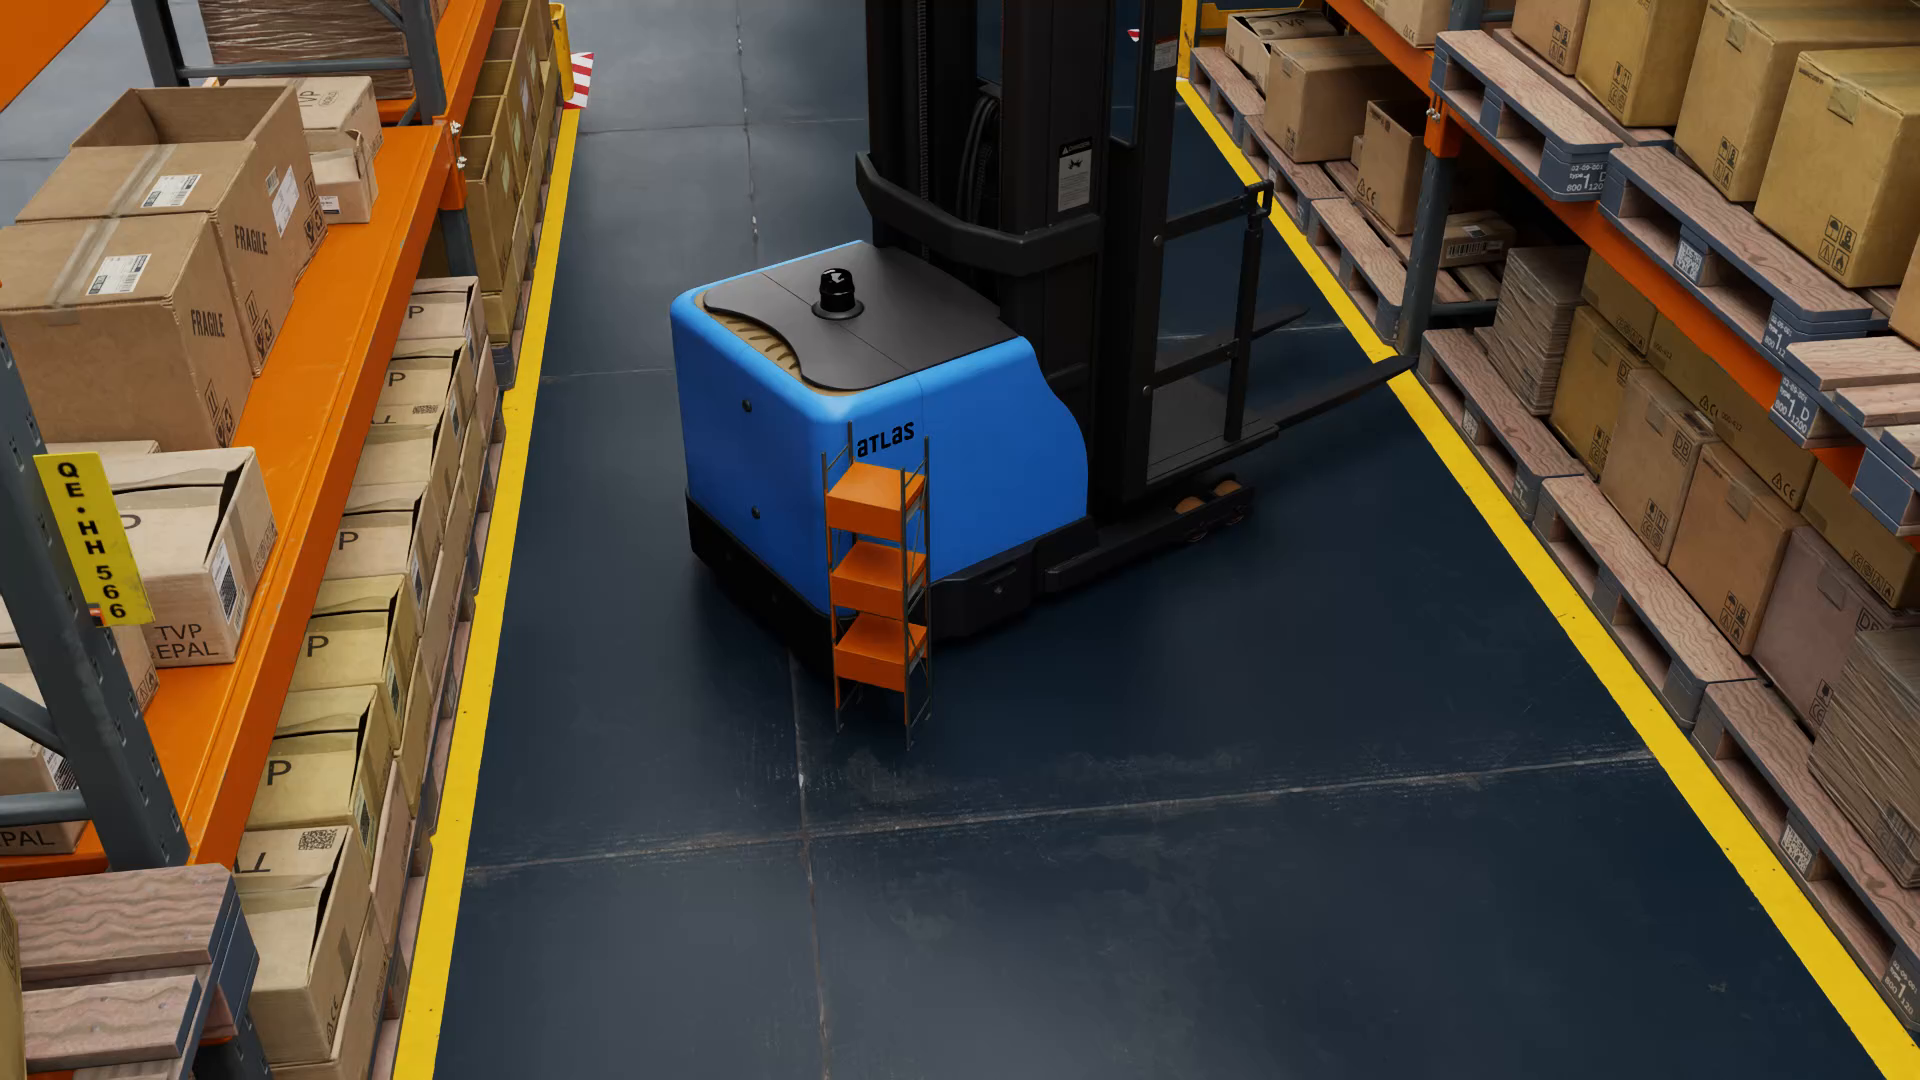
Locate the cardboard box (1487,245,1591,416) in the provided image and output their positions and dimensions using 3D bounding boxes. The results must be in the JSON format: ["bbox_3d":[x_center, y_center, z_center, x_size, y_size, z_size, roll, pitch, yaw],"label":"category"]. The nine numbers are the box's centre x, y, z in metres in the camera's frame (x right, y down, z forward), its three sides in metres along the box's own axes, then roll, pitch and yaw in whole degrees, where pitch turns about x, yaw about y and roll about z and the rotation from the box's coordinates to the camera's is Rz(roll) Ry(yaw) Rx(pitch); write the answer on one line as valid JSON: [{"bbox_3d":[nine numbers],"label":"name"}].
[{"bbox_3d":[2.584,-0.853,6.667,0.700,0.500,0.500,-3,34,-5],"label":"cardboard box"}]

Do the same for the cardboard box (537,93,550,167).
[{"bbox_3d":[-2.465,-2.172,8.842,0.500,0.250,0.500,-4,35,-6],"label":"cardboard box"}]

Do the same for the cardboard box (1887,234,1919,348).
[{"bbox_3d":[2.831,-0.676,4.099,0.700,0.500,0.500,-8,35,-11],"label":"cardboard box"}]

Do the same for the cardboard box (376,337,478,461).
[{"bbox_3d":[-2.025,-0.511,5.907,0.500,0.311,0.500,-3,34,-5],"label":"cardboard box"}]

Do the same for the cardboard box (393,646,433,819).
[{"bbox_3d":[-1.826,0.574,4.813,0.500,0.250,0.500,-5,35,-8],"label":"cardboard box"}]

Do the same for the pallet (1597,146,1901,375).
[{"bbox_3d":[2.699,-0.904,5.083,1.003,0.211,1.213,-4,35,-6],"label":"pallet"}]

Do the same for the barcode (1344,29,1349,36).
[{"bbox_3d":[2.333,-3.047,10.047,0.001,0.075,0.075,-4,35,-6],"label":"barcode"}]

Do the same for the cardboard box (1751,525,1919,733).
[{"bbox_3d":[2.903,0.276,5.011,0.700,0.500,0.500,-4,35,-6],"label":"cardboard box"}]

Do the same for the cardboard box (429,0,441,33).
[{"bbox_3d":[-2.583,-2.319,6.900,0.700,0.500,0.500,-5,35,-7],"label":"cardboard box"}]

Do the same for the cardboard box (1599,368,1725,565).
[{"bbox_3d":[2.731,-0.281,5.827,0.700,0.500,0.500,-4,34,-6],"label":"cardboard box"}]

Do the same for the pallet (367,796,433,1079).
[{"bbox_3d":[-1.974,1.186,4.323,1.003,0.211,1.213,-4,35,-6],"label":"pallet"}]

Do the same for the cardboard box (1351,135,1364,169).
[{"bbox_3d":[2.273,-2.011,8.679,0.380,0.149,0.250,-7,35,-10],"label":"cardboard box"}]

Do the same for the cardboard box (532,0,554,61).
[{"bbox_3d":[-2.611,-3.039,9.448,0.500,0.500,0.500,-4,35,-6],"label":"cardboard box"}]

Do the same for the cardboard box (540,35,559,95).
[{"bbox_3d":[-2.613,-2.729,9.659,0.500,0.250,0.500,-4,35,-6],"label":"cardboard box"}]

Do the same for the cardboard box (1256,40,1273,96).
[{"bbox_3d":[2.011,-2.705,9.553,0.500,0.311,0.500,-2,34,-2],"label":"cardboard box"}]

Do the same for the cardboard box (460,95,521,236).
[{"bbox_3d":[-2.267,-1.644,7.402,0.500,0.500,0.500,-4,35,-6],"label":"cardboard box"}]

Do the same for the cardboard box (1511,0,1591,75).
[{"bbox_3d":[2.503,-2.050,6.115,0.700,0.500,0.500,-4,35,-6],"label":"cardboard box"}]

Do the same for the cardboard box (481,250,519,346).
[{"bbox_3d":[-2.202,-1.055,7.204,0.500,0.250,0.500,-4,35,-6],"label":"cardboard box"}]

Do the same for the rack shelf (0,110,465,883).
[{"bbox_3d":[-2.171,-0.323,4.699,1.077,0.370,4.000,-4,35,-6],"label":"rack shelf"}]

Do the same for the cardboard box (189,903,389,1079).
[{"bbox_3d":[-1.682,1.144,3.976,0.500,0.250,0.500,-4,35,-7],"label":"cardboard box"}]

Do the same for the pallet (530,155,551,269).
[{"bbox_3d":[-2.673,-1.713,8.577,1.003,0.211,1.213,-4,35,-6],"label":"pallet"}]

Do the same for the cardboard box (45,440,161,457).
[{"bbox_3d":[-2.129,-0.108,3.968,0.380,0.149,0.250,-2,34,-3],"label":"cardboard box"}]

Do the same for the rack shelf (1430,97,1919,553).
[{"bbox_3d":[2.737,-0.700,5.253,1.077,0.370,4.000,-4,35,-6],"label":"rack shelf"}]

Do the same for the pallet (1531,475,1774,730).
[{"bbox_3d":[2.742,0.155,5.835,1.003,0.211,1.213,-4,35,-6],"label":"pallet"}]

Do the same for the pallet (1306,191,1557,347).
[{"bbox_3d":[2.343,-1.333,8.019,1.003,0.211,1.213,-4,35,-6],"label":"pallet"}]

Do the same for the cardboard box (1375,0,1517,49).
[{"bbox_3d":[2.104,-2.301,7.079,0.500,0.250,0.500,-4,35,-6],"label":"cardboard box"}]

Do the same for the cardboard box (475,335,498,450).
[{"bbox_3d":[-2.097,-0.564,6.483,0.500,0.250,0.500,-5,35,-7],"label":"cardboard box"}]

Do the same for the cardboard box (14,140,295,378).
[{"bbox_3d":[-2.215,-0.774,4.634,0.500,0.500,0.500,-4,35,-6],"label":"cardboard box"}]

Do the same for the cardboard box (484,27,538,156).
[{"bbox_3d":[-2.396,-2.203,8.222,0.500,0.500,0.500,-4,35,-6],"label":"cardboard box"}]

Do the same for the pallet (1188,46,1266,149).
[{"bbox_3d":[2.015,-2.695,10.017,1.003,0.211,1.213,-4,35,-6],"label":"pallet"}]

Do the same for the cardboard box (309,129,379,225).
[{"bbox_3d":[-2.140,-1.204,5.473,0.396,0.266,0.258,-5,35,-8],"label":"cardboard box"}]

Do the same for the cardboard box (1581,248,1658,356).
[{"bbox_3d":[2.646,-0.917,6.096,0.500,0.250,0.500,-5,35,-7],"label":"cardboard box"}]

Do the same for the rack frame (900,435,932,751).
[{"bbox_3d":[-0.130,0.183,5.050,0.008,1.050,0.200,12,36,17],"label":"rack frame"}]

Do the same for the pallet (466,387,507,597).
[{"bbox_3d":[-2.302,-0.176,6.321,1.003,0.211,1.213,-4,35,-6],"label":"pallet"}]

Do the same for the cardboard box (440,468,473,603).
[{"bbox_3d":[-1.962,0.004,5.650,0.500,0.250,0.500,-4,34,-5],"label":"cardboard box"}]

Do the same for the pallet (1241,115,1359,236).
[{"bbox_3d":[2.175,-2.016,9.020,1.003,0.211,1.213,-4,35,-6],"label":"pallet"}]

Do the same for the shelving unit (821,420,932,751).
[{"bbox_3d":[-0.244,0.158,5.086,0.252,1.050,0.215,12,36,17],"label":"shelving unit"}]

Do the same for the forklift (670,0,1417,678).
[{"bbox_3d":[0.501,-1.421,5.732,3.031,2.935,1.130,-23,40,-30],"label":"forklift"}]

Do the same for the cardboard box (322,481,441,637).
[{"bbox_3d":[-1.897,0.048,5.086,0.500,0.311,0.500,-5,35,-7],"label":"cardboard box"}]

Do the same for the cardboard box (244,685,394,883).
[{"bbox_3d":[-1.761,0.620,4.248,0.500,0.311,0.500,-5,35,-8],"label":"cardboard box"}]

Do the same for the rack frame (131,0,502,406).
[{"bbox_3d":[-2.440,-1.736,6.134,1.000,3.000,0.127,-4,35,-6],"label":"rack frame"}]

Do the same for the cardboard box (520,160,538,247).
[{"bbox_3d":[-2.326,-1.614,8.024,0.500,0.250,0.500,-4,35,-6],"label":"cardboard box"}]

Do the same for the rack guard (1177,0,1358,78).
[{"bbox_3d":[1.940,-3.270,10.605,1.175,0.500,0.348,-4,35,-6],"label":"rack guard"}]

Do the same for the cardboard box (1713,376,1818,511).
[{"bbox_3d":[2.769,-0.347,5.259,0.500,0.250,0.500,-5,35,-7],"label":"cardboard box"}]

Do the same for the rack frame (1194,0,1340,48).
[{"bbox_3d":[1.930,-4.346,9.963,1.000,3.000,0.127,-4,35,-6],"label":"rack frame"}]

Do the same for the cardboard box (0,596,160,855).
[{"bbox_3d":[-1.908,0.326,3.187,0.500,0.311,0.500,-2,34,-3],"label":"cardboard box"}]

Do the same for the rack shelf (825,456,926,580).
[{"bbox_3d":[-0.244,-0.068,4.932,0.240,0.259,0.215,12,36,17],"label":"rack shelf"}]

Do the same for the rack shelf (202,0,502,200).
[{"bbox_3d":[-2.709,-2.555,7.975,1.077,0.370,4.000,-4,35,-6],"label":"rack shelf"}]

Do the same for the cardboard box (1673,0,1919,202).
[{"bbox_3d":[2.690,-1.373,5.121,0.700,0.500,0.500,0,34,0],"label":"cardboard box"}]

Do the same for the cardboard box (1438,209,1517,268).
[{"bbox_3d":[2.366,-1.421,7.797,0.380,0.166,0.250,-9,35,-13],"label":"cardboard box"}]

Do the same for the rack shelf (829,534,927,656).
[{"bbox_3d":[-0.244,0.167,5.092,0.240,0.259,0.215,12,36,17],"label":"rack shelf"}]
